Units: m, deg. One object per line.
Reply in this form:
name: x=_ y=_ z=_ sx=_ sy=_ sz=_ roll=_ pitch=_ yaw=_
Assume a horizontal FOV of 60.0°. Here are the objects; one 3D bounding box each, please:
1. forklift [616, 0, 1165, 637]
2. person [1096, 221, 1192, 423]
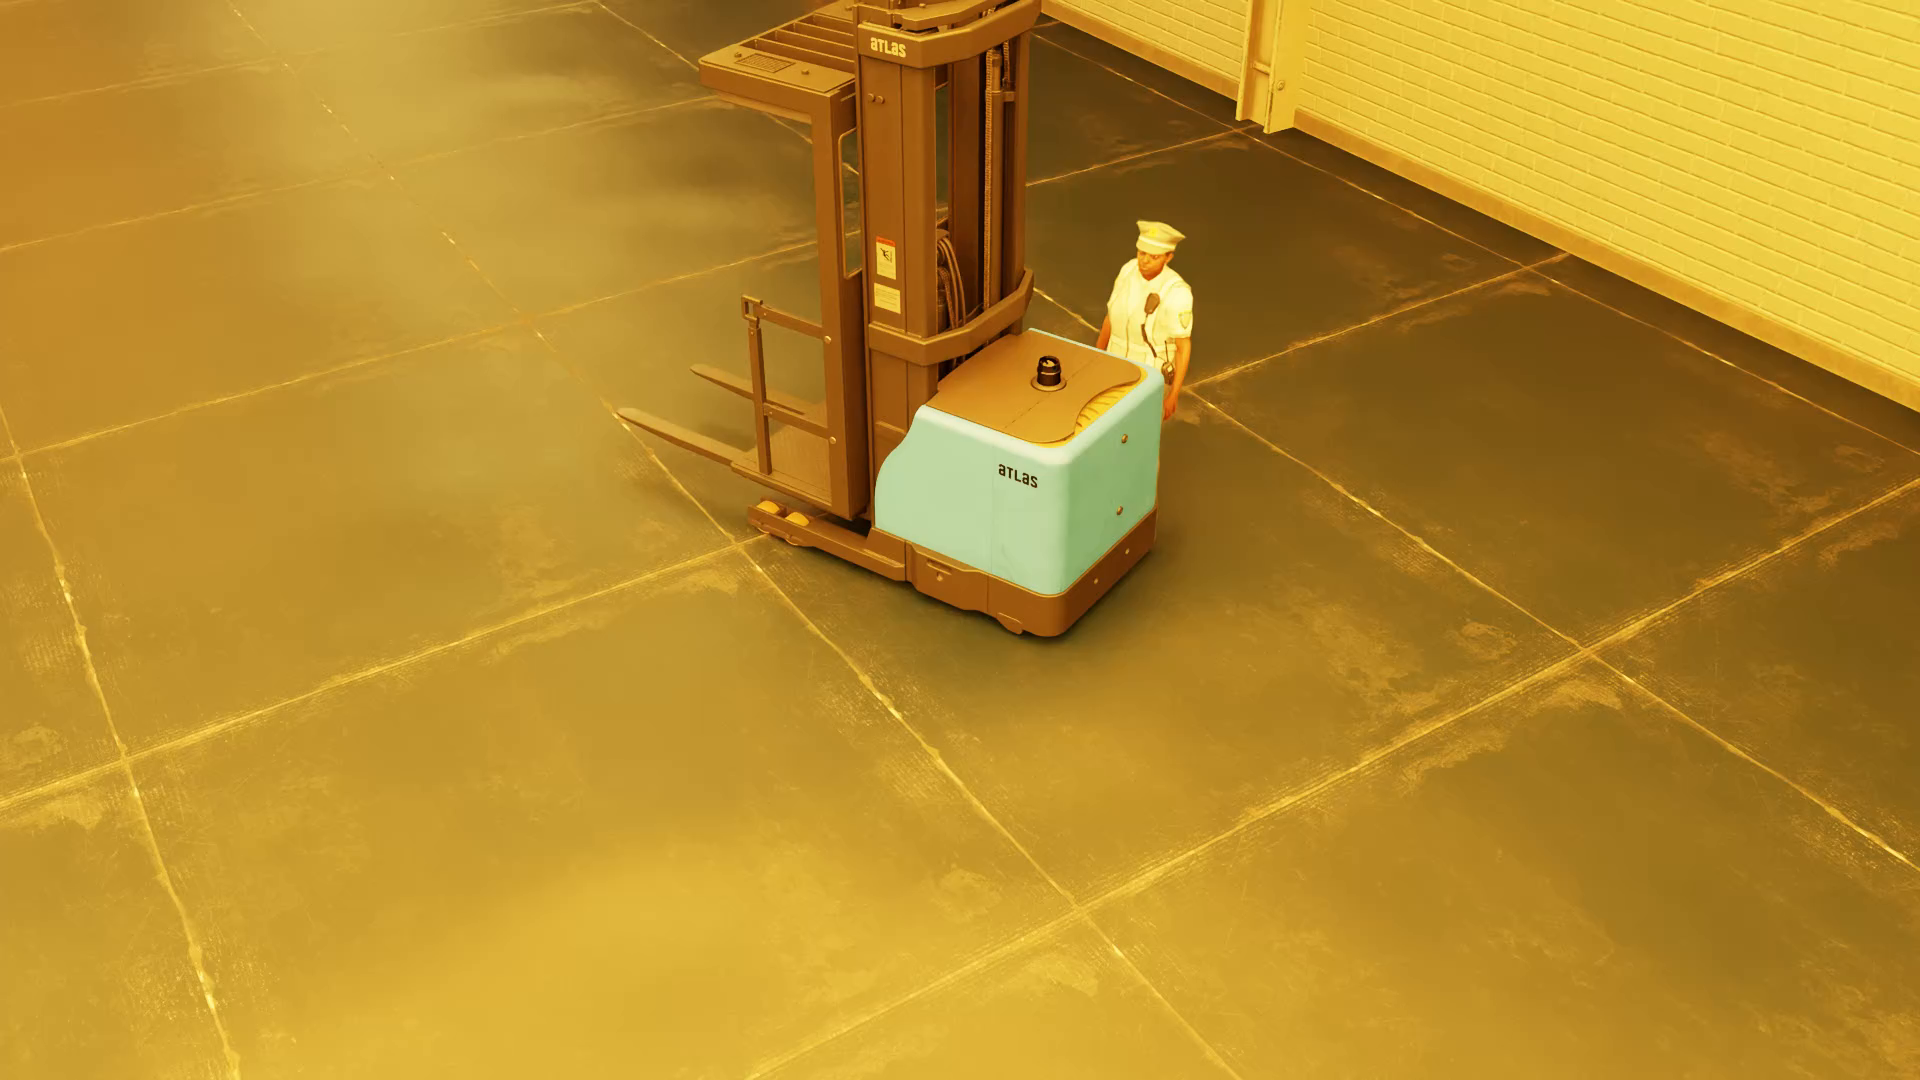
forklift: x=-0.500 y=-1.399 z=8.138 sx=3.031 sy=2.935 sz=1.130 roll=22 pitch=41 yaw=28
person: x=0.824 y=-0.798 z=8.354 sx=0.566 sy=1.697 sz=0.587 roll=28 pitch=44 yaw=34
